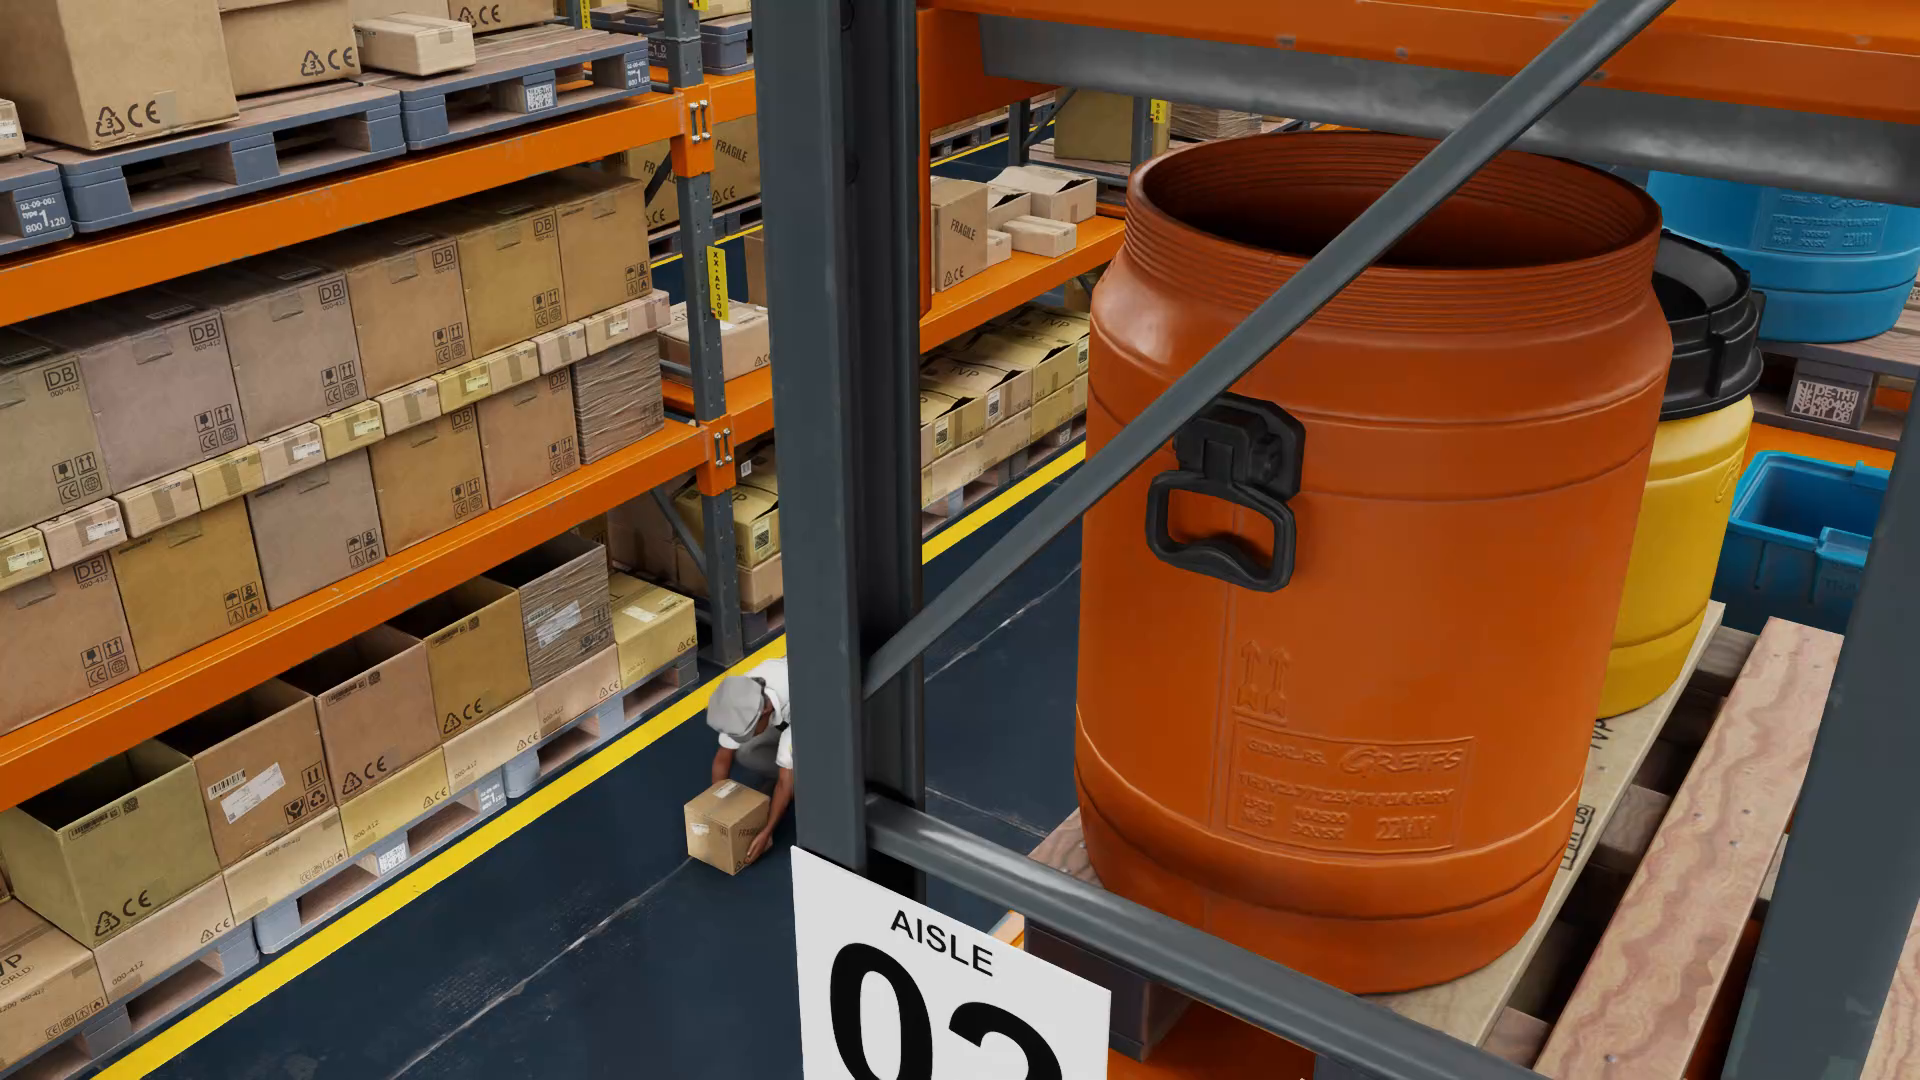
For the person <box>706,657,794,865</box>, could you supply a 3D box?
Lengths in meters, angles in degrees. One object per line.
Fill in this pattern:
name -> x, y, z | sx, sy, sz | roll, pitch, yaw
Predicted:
person -> -0.731, 0.811, 6.963 | 0.473, 0.843, 0.871 | 17, 32, 30
